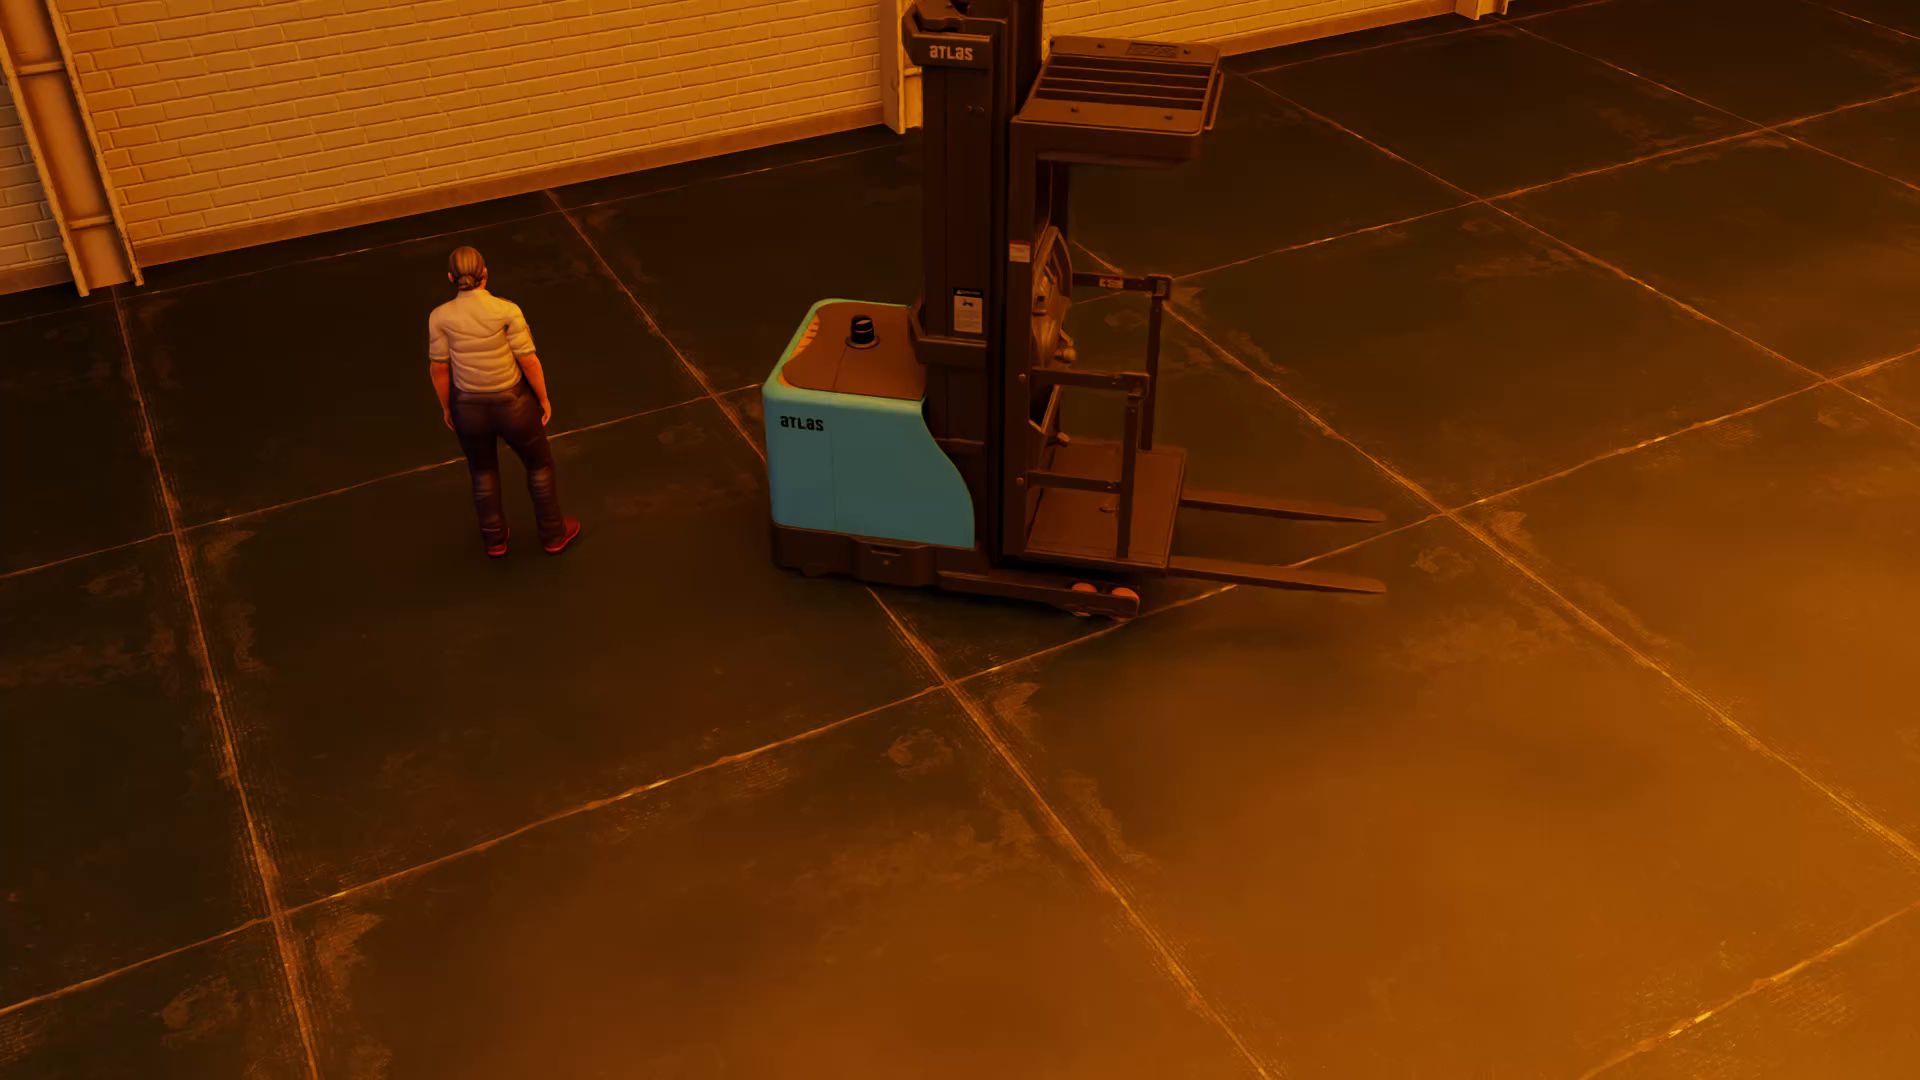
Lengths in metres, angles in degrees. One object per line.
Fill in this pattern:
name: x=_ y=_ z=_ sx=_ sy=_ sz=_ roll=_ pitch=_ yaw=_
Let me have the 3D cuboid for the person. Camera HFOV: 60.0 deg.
person: x=-2.264 y=-0.649 z=8.153 sx=0.557 sy=1.650 sz=0.369 roll=-3 pitch=35 yaw=-4

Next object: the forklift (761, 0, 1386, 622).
forklift: x=0.615 y=-1.135 z=7.728 sx=3.031 sy=2.935 sz=1.130 roll=7 pitch=36 yaw=10
